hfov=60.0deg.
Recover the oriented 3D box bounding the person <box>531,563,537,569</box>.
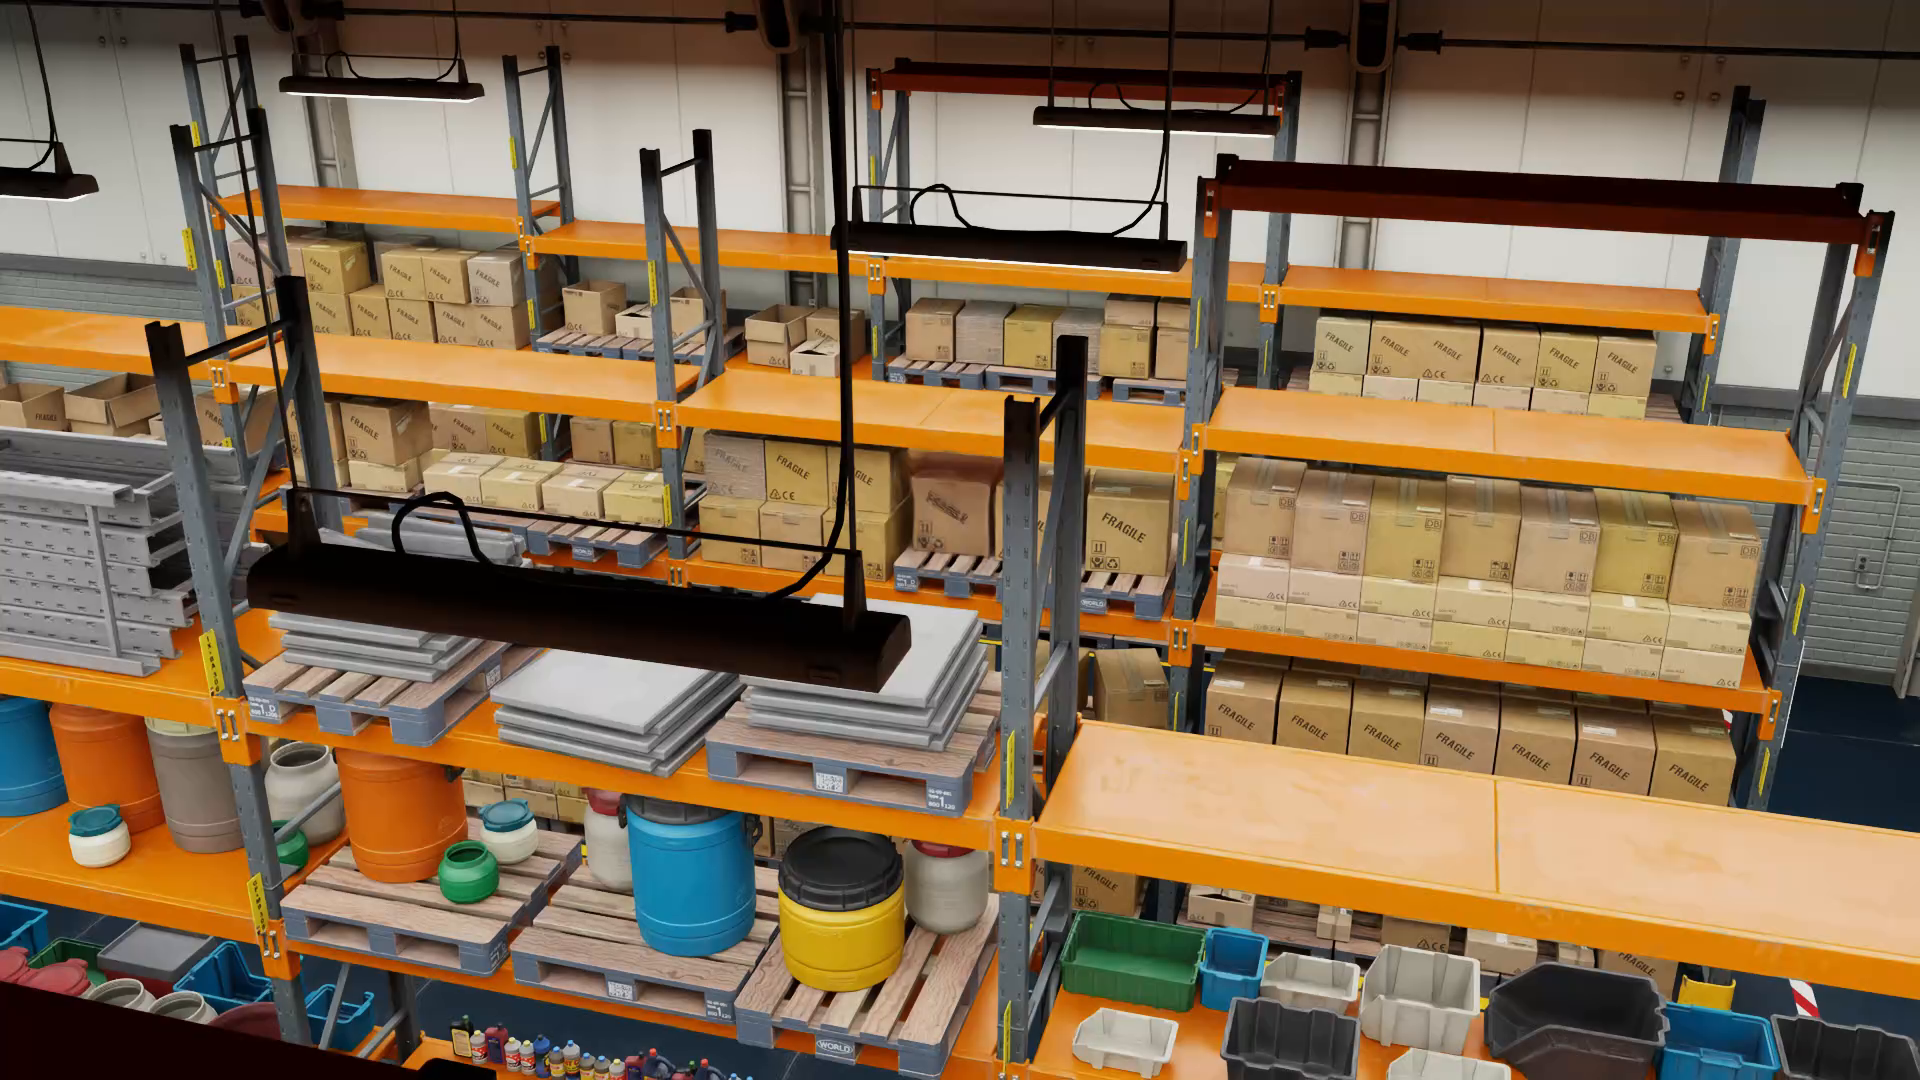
[{"bbox_3d":[-4.706,0.508,17.448,0.762,1.645,0.468,-3,23,-8],"label":"person"}]
